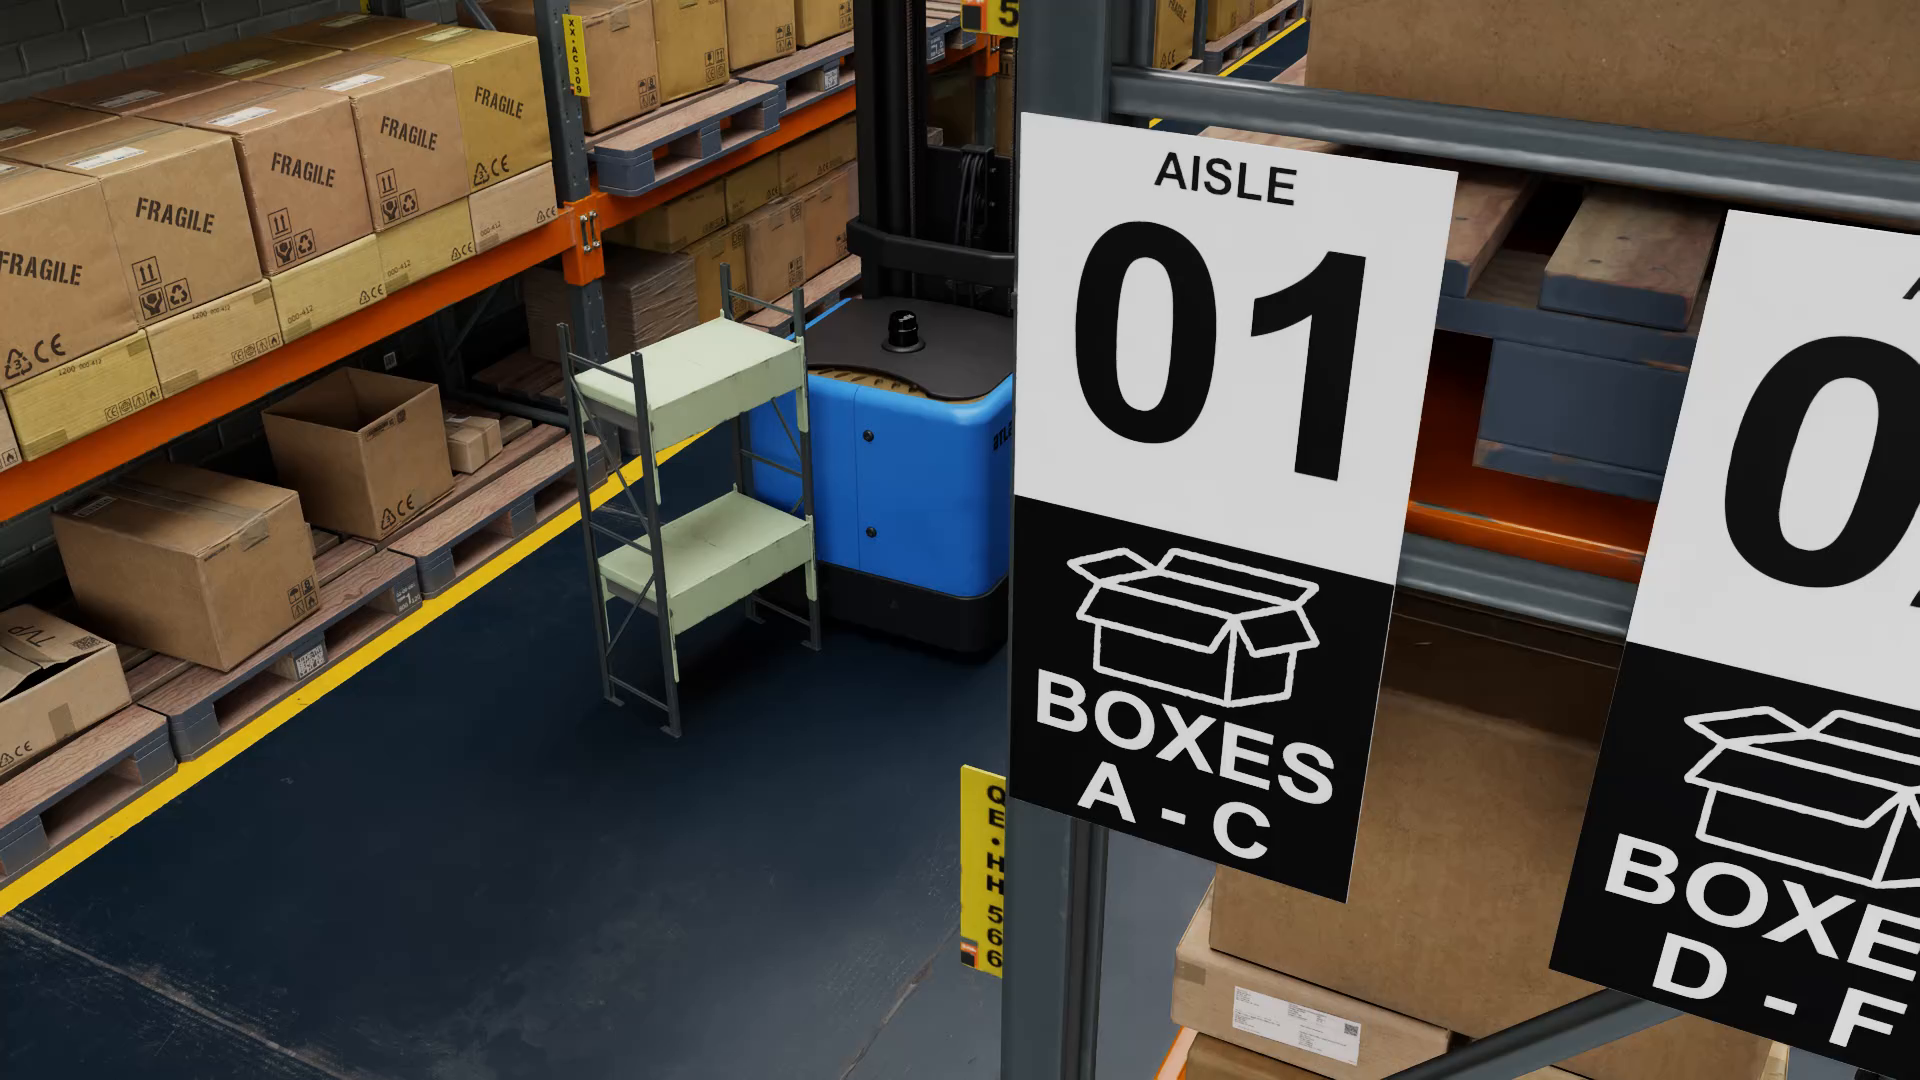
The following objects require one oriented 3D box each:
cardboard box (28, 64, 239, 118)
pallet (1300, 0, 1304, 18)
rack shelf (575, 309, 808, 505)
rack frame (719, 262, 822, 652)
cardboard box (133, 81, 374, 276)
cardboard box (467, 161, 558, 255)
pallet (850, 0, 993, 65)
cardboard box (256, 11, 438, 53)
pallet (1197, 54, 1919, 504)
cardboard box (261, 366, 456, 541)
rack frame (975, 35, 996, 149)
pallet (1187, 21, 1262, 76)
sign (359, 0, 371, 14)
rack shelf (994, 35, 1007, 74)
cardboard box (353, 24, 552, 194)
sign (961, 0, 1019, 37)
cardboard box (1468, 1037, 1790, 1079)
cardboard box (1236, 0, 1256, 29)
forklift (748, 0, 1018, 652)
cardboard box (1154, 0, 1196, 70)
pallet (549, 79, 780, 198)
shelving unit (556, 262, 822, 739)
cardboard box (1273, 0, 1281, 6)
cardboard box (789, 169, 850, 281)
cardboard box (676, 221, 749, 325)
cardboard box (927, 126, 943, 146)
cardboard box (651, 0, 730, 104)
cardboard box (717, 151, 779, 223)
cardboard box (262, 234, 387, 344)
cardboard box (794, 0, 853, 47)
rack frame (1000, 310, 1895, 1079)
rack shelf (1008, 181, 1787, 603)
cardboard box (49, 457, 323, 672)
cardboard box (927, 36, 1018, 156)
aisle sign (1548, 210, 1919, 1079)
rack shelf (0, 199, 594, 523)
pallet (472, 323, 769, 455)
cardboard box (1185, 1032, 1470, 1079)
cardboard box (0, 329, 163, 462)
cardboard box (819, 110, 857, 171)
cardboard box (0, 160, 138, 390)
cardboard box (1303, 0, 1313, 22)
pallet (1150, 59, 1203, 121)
[{"bbox_3d":[-2.937,-1.394,6.042,0.500,0.500,0.500,15,33,25],"label":"cardboard box"},{"bbox_3d":[3.106,-5.472,16.568,1.003,0.211,1.213,14,33,23],"label":"pallet"},{"bbox_3d":[-0.935,-0.479,5.794,0.431,0.370,0.720,22,37,33],"label":"rack shelf"},{"bbox_3d":[-0.703,-0.281,6.234,0.400,1.500,0.023,22,37,33],"label":"rack frame"},{"bbox_3d":[-2.467,-1.280,5.844,0.500,0.500,0.500,13,32,22],"label":"cardboard box"},{"bbox_3d":[-2.012,-1.399,6.804,0.500,0.250,0.500,14,33,23],"label":"cardboard box"},{"bbox_3d":[-0.474,-3.084,9.801,1.213,0.211,1.003,14,33,23],"label":"pallet"},{"bbox_3d":[-2.466,-1.842,6.823,0.500,0.500,0.500,14,33,22],"label":"cardboard box"},{"bbox_3d":[0.868,-0.409,2.026,1.003,0.211,1.213,14,33,23],"label":"pallet"},{"bbox_3d":[-2.503,-0.372,6.953,0.500,0.500,0.500,12,32,20],"label":"cardboard box"},{"bbox_3d":[-0.244,-3.507,10.345,1.000,3.000,0.127,14,33,23],"label":"rack frame"},{"bbox_3d":[1.994,-4.391,14.684,1.003,0.211,1.213,14,33,23],"label":"pallet"},{"bbox_3d":[-2.562,-2.360,7.186,0.100,0.325,0.005,14,33,23],"label":"sign"},{"bbox_3d":[0.667,-4.082,12.069,1.077,0.370,4.000,14,33,23],"label":"rack shelf"},{"bbox_3d":[-2.006,-1.723,6.616,0.500,0.500,0.500,14,33,23],"label":"cardboard box"},{"bbox_3d":[0.047,-0.618,1.493,0.100,0.325,0.005,14,33,23],"label":"sign"},{"bbox_3d":[0.894,0.712,2.247,0.380,0.149,0.250,14,33,23],"label":"cardboard box"},{"bbox_3d":[2.242,-4.909,14.875,0.700,0.500,0.500,14,33,23],"label":"cardboard box"},{"bbox_3d":[0.279,-1.552,7.010,1.130,2.935,3.031,14,33,23],"label":"forklift"},{"bbox_3d":[1.398,-4.213,13.311,0.750,0.750,0.750,15,33,24],"label":"cardboard box"},{"bbox_3d":[-1.588,-1.957,7.838,1.003,0.211,1.213,14,33,23],"label":"pallet"},{"bbox_3d":[-0.935,-0.140,5.989,0.431,1.500,0.755,22,37,33],"label":"shelving unit"},{"bbox_3d":[2.714,-5.374,15.684,0.700,0.500,0.500,13,32,22],"label":"cardboard box"},{"bbox_3d":[-1.065,-1.854,9.535,0.700,0.500,0.500,14,33,23],"label":"cardboard box"},{"bbox_3d":[-1.555,-1.411,8.764,0.700,0.500,0.500,14,33,22],"label":"cardboard box"},{"bbox_3d":[-0.525,-2.283,10.282,0.700,0.500,0.500,15,33,24],"label":"cardboard box"},{"bbox_3d":[-1.543,-2.432,7.931,0.700,0.500,0.500,18,34,28],"label":"cardboard box"},{"bbox_3d":[-1.314,-1.924,8.903,0.500,0.250,0.500,13,32,22],"label":"cardboard box"},{"bbox_3d":[-2.462,-0.953,6.029,0.500,0.250,0.500,14,33,23],"label":"cardboard box"},{"bbox_3d":[-0.997,-2.973,8.874,0.700,0.500,0.500,14,33,23],"label":"cardboard box"},{"bbox_3d":[0.523,1.161,2.216,1.000,3.000,0.127,14,33,23],"label":"rack frame"},{"bbox_3d":[1.434,-0.714,3.192,1.077,0.370,4.000,14,33,23],"label":"rack shelf"},{"bbox_3d":[-2.855,0.079,6.168,0.700,0.500,0.500,12,32,20],"label":"cardboard box"},{"bbox_3d":[0.208,-3.053,11.292,0.750,0.750,0.750,14,33,23],"label":"cardboard box"},{"bbox_3d":[0.766,0.133,1.396,0.394,0.787,0.004,14,33,23],"label":"aisle sign"},{"bbox_3d":[-2.977,-0.535,5.893,1.077,0.370,4.000,14,33,23],"label":"rack shelf"},{"bbox_3d":[-1.713,-0.870,8.554,1.003,0.211,1.213,14,33,23],"label":"pallet"},{"bbox_3d":[0.747,0.914,2.546,0.700,0.500,0.500,14,33,23],"label":"cardboard box"},{"bbox_3d":[-2.922,-0.507,5.251,0.500,0.250,0.500,14,33,23],"label":"cardboard box"},{"bbox_3d":[-0.841,-2.370,9.680,0.500,0.250,0.500,15,33,24],"label":"cardboard box"},{"bbox_3d":[-2.928,-0.818,5.039,0.500,0.500,0.500,13,32,22],"label":"cardboard box"},{"bbox_3d":[0.813,-0.888,2.360,0.500,0.250,0.500,14,33,23],"label":"cardboard box"},{"bbox_3d":[1.294,-3.712,13.502,1.003,0.211,1.213,14,33,23],"label":"pallet"}]
